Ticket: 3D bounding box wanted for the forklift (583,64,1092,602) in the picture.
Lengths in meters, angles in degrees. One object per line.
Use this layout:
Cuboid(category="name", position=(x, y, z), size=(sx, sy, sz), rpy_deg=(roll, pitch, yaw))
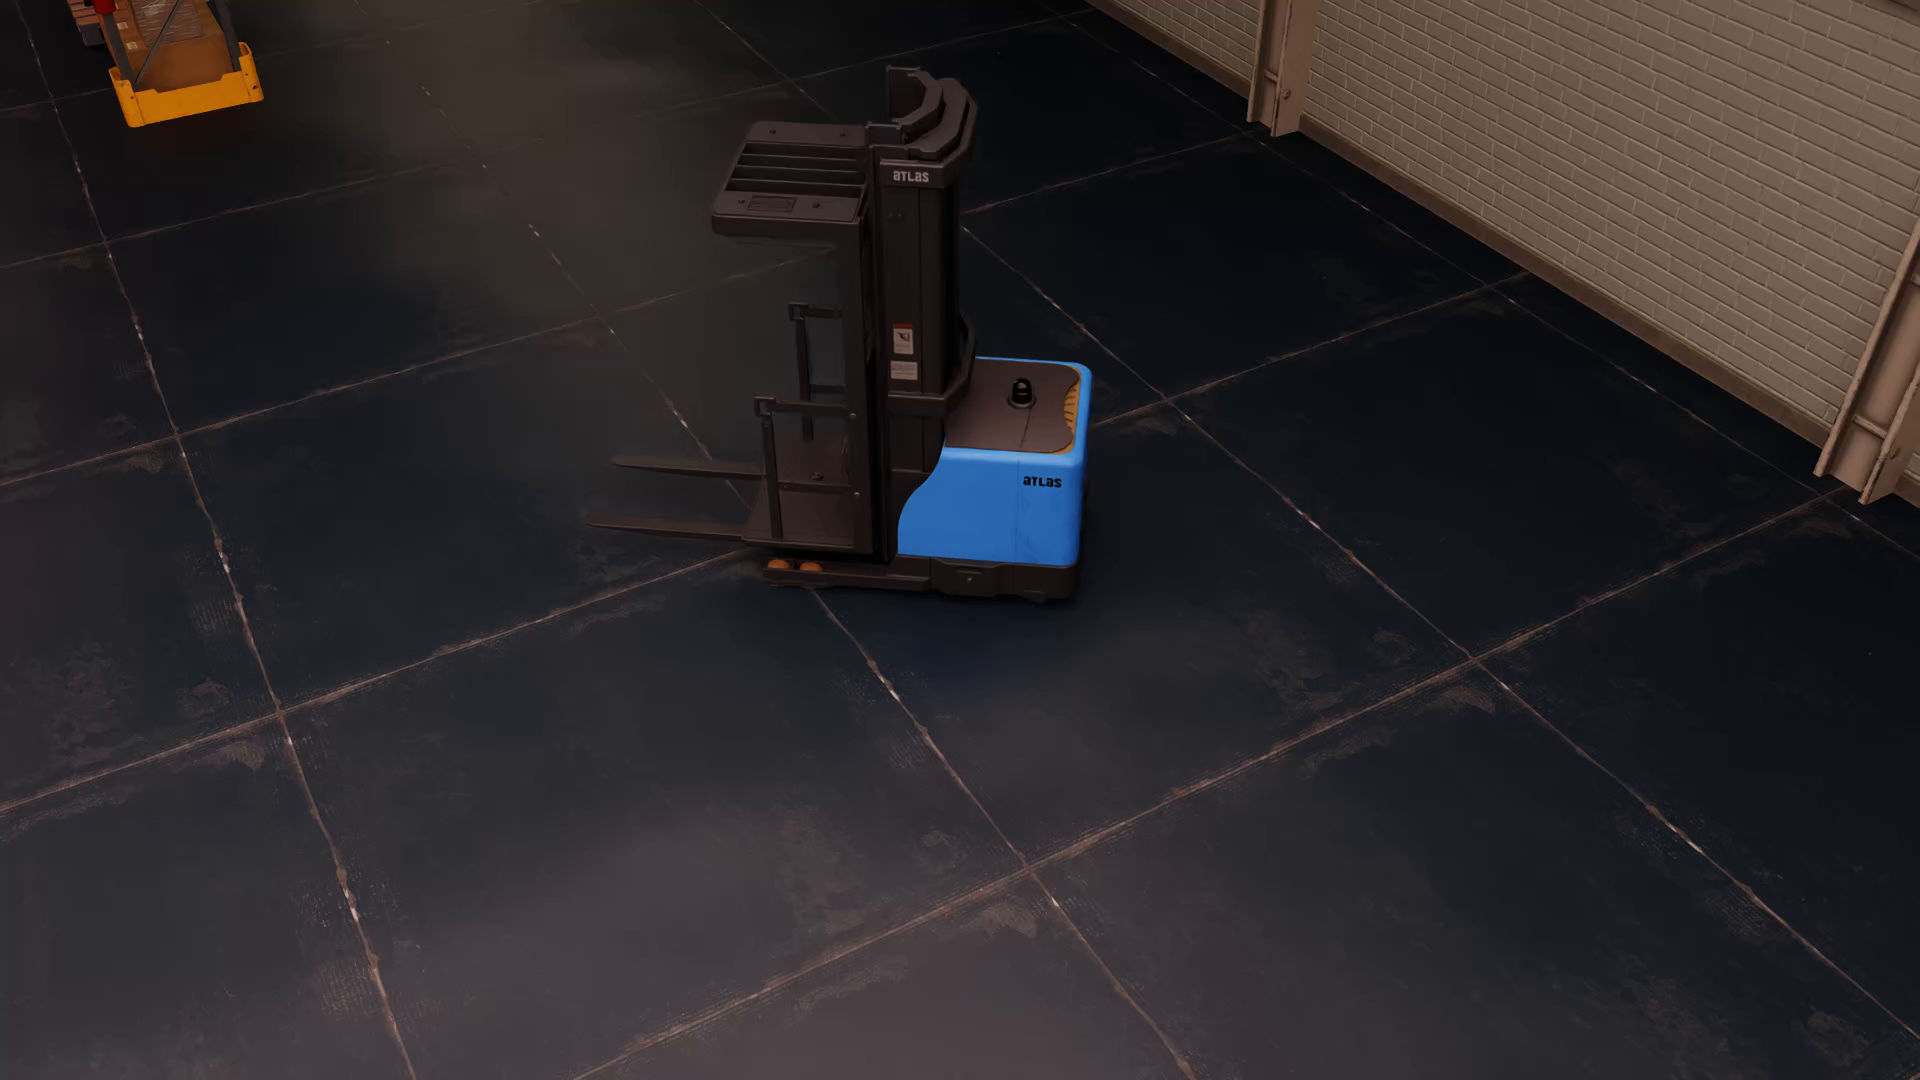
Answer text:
Cuboid(category="forklift", position=(-0.755, -1.163, 9.438), size=(3.031, 2.935, 1.130), rpy_deg=(4, 40, 5))
